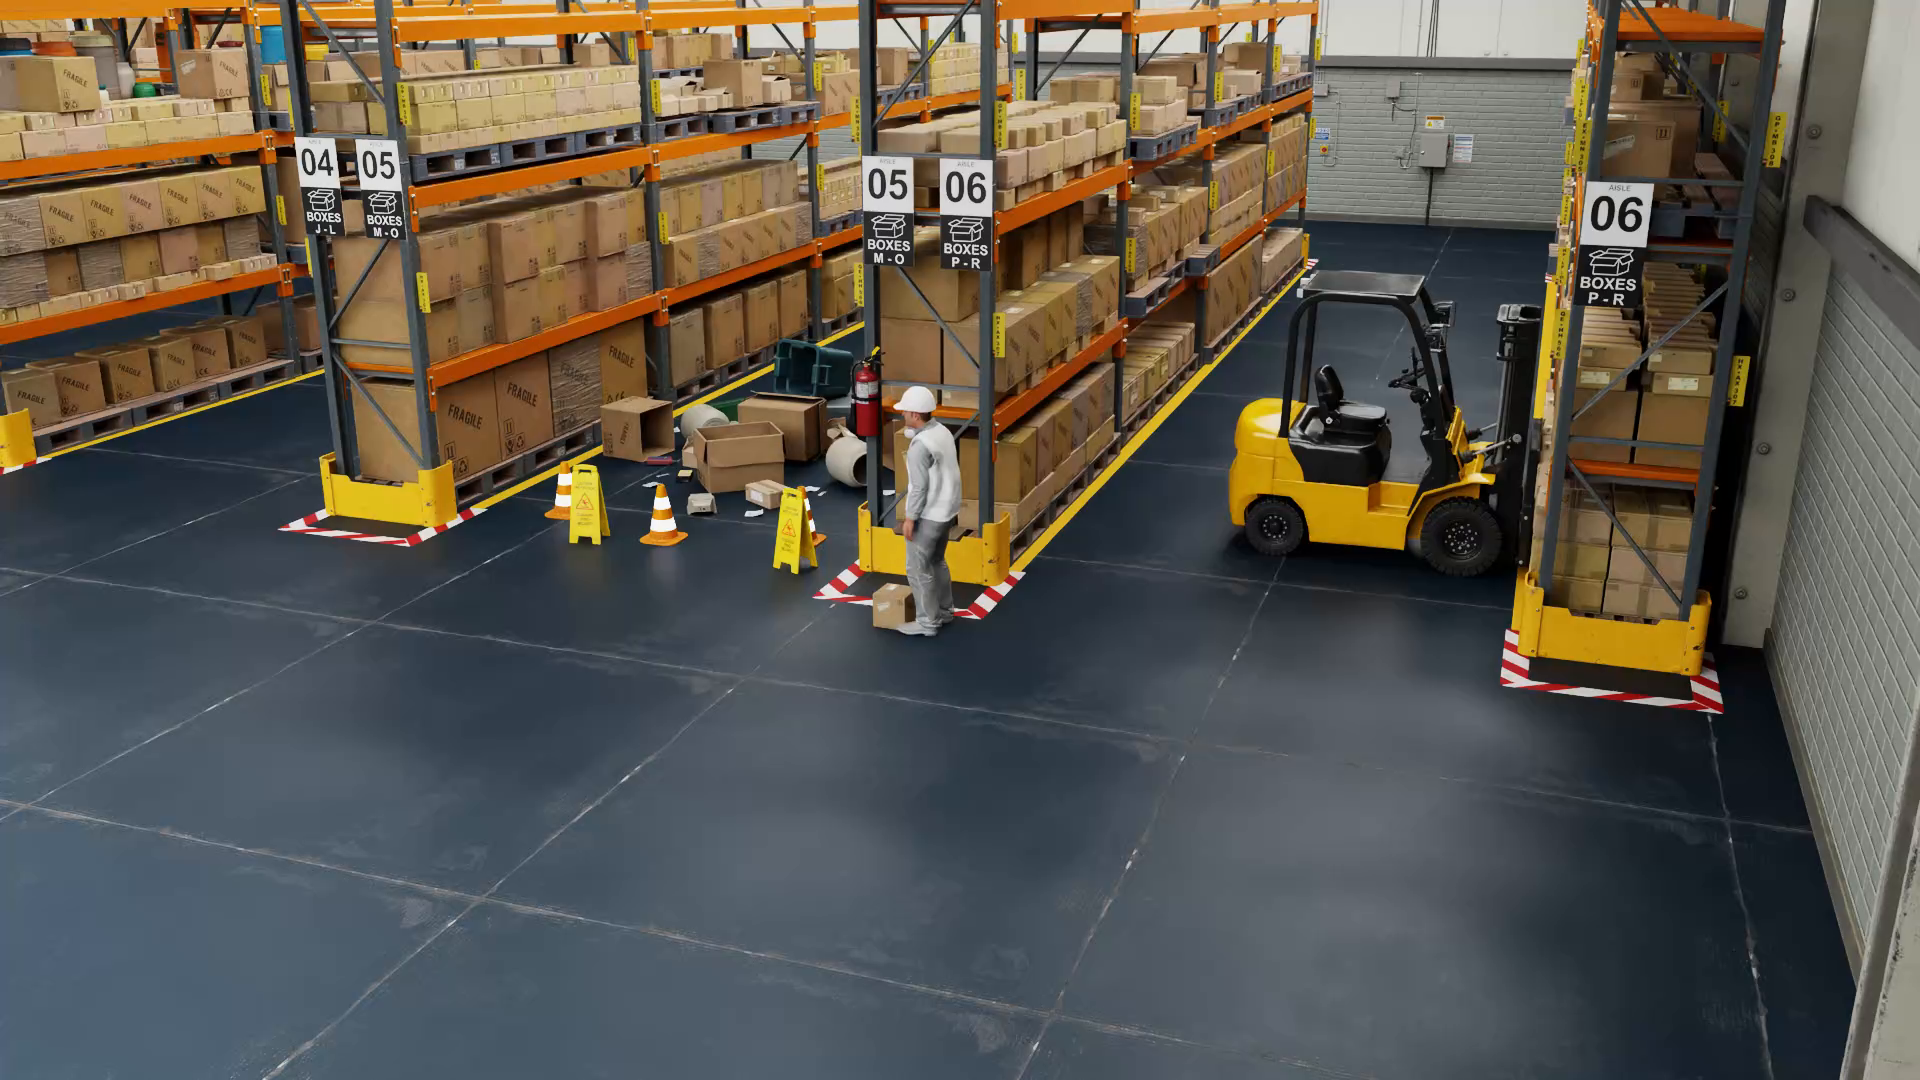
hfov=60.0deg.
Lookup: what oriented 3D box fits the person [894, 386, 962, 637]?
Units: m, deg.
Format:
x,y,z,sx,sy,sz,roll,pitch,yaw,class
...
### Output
x,y,z,sx,sy,sz,roll,pitch,yaw,class
-0.225,-0.207,11.633,0.457,1.773,0.593,7,20,20,person
